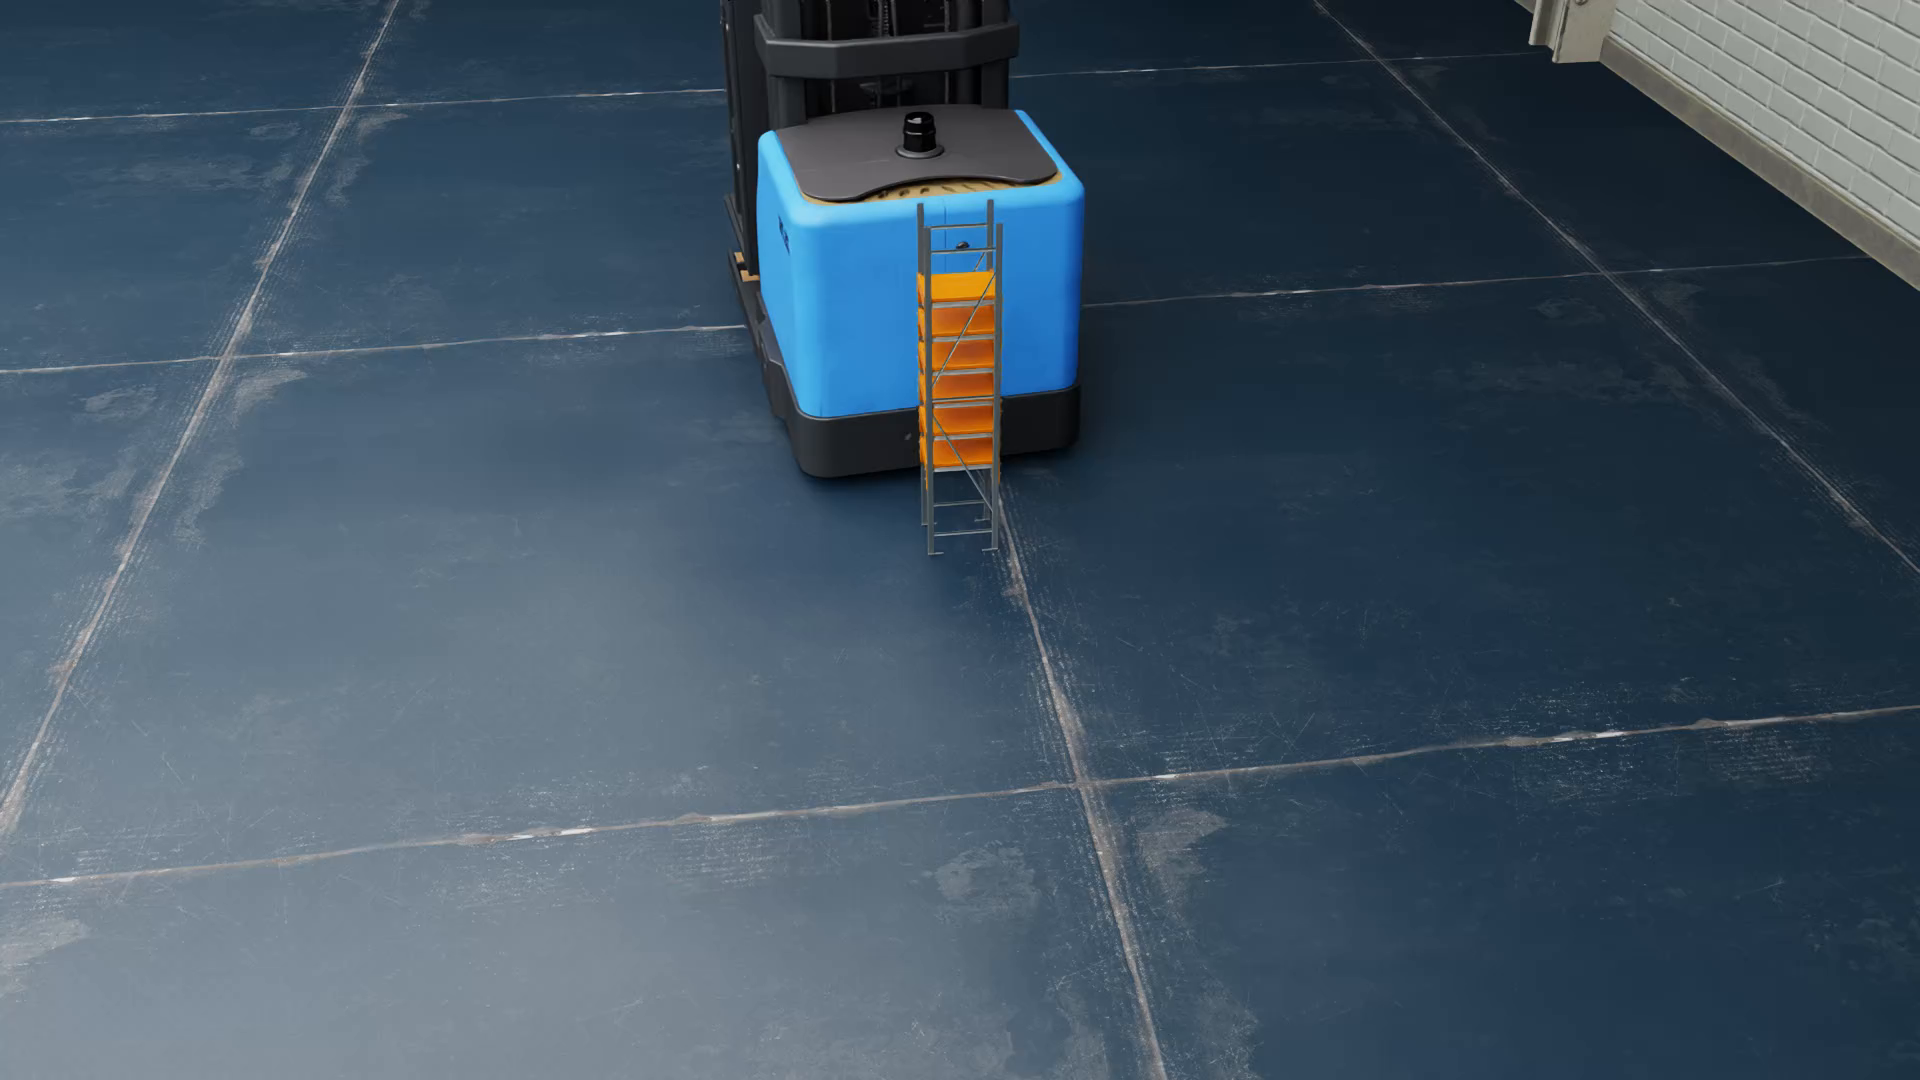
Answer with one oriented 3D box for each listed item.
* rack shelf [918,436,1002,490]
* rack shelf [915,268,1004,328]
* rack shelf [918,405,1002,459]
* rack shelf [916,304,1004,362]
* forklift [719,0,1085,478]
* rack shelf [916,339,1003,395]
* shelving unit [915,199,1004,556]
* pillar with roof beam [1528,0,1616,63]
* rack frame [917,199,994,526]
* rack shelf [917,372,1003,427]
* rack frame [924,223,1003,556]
[{"bbox_3d":[-0.002,-0.269,5.584,0.258,0.103,0.180,-4,35,-6],"label":"rack shelf"},{"bbox_3d":[-0.002,-0.765,5.246,0.258,0.103,0.180,-4,35,-6],"label":"rack shelf"},{"bbox_3d":[-0.002,-0.368,5.517,0.258,0.103,0.180,-4,35,-6],"label":"rack shelf"},{"bbox_3d":[-0.002,-0.665,5.314,0.258,0.103,0.180,-4,35,-6],"label":"rack shelf"},{"bbox_3d":[-0.406,-2.260,6.463,1.130,2.935,3.031,-8,35,-11],"label":"forklift"},{"bbox_3d":[-0.002,-0.566,5.381,0.258,0.103,0.180,-4,35,-6],"label":"rack shelf"},{"bbox_3d":[-0.002,-0.504,5.424,0.258,1.200,0.189,-4,35,-6],"label":"shelving unit"},{"bbox_3d":[-0.584,-6.362,7.095,9.100,9.000,0.400,-4,35,-6],"label":"pillar with roof beam"},{"bbox_3d":[-0.014,-0.555,5.499,0.240,1.200,0.006,-4,35,-6],"label":"rack frame"},{"bbox_3d":[-0.002,-0.467,5.449,0.258,0.103,0.180,-4,35,-6],"label":"rack shelf"},{"bbox_3d":[0.010,-0.453,5.349,0.240,1.200,0.006,-4,35,-6],"label":"rack frame"}]
